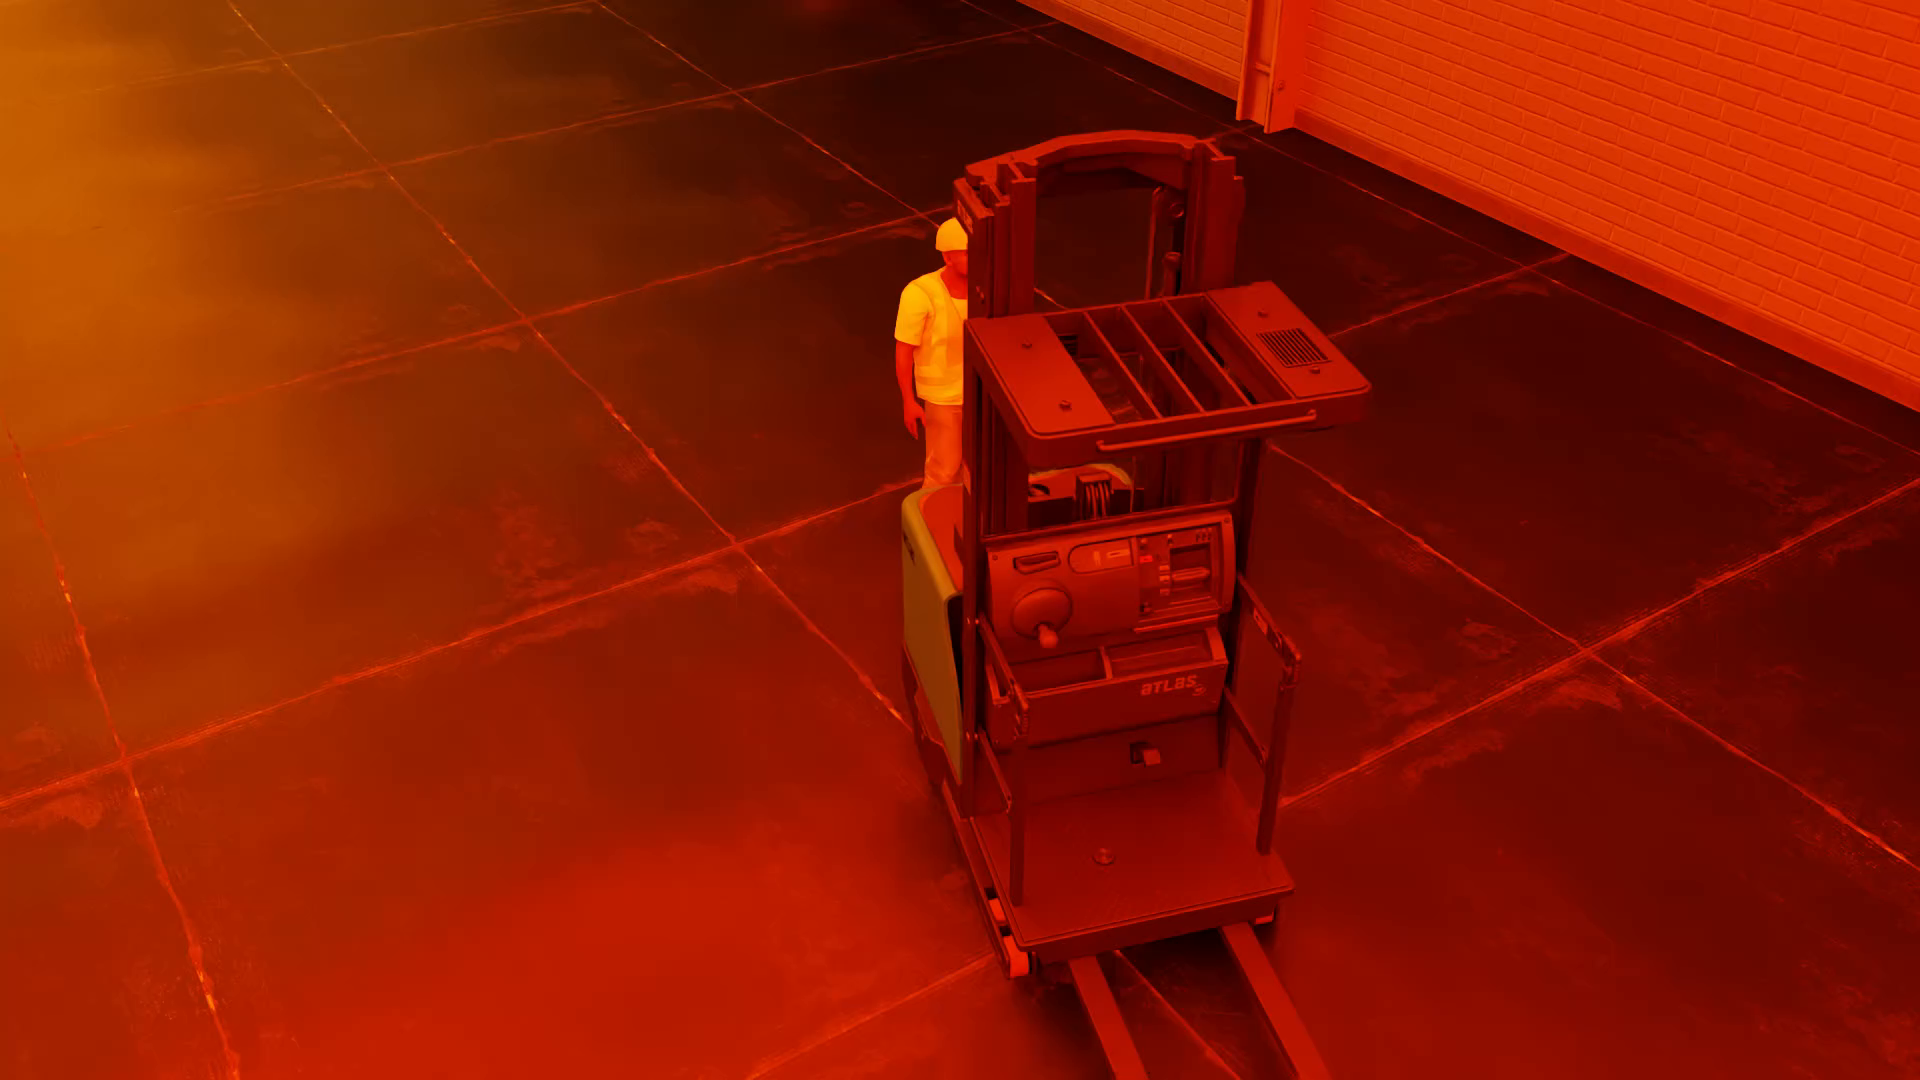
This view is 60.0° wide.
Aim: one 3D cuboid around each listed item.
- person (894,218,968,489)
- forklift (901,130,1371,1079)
[{"bbox_3d":[0.034,-0.693,8.135,0.666,1.768,0.575,-21,40,-27],"label":"person"},{"bbox_3d":[0.613,0.213,5.844,1.130,2.935,3.031,-9,36,-12],"label":"forklift"}]
